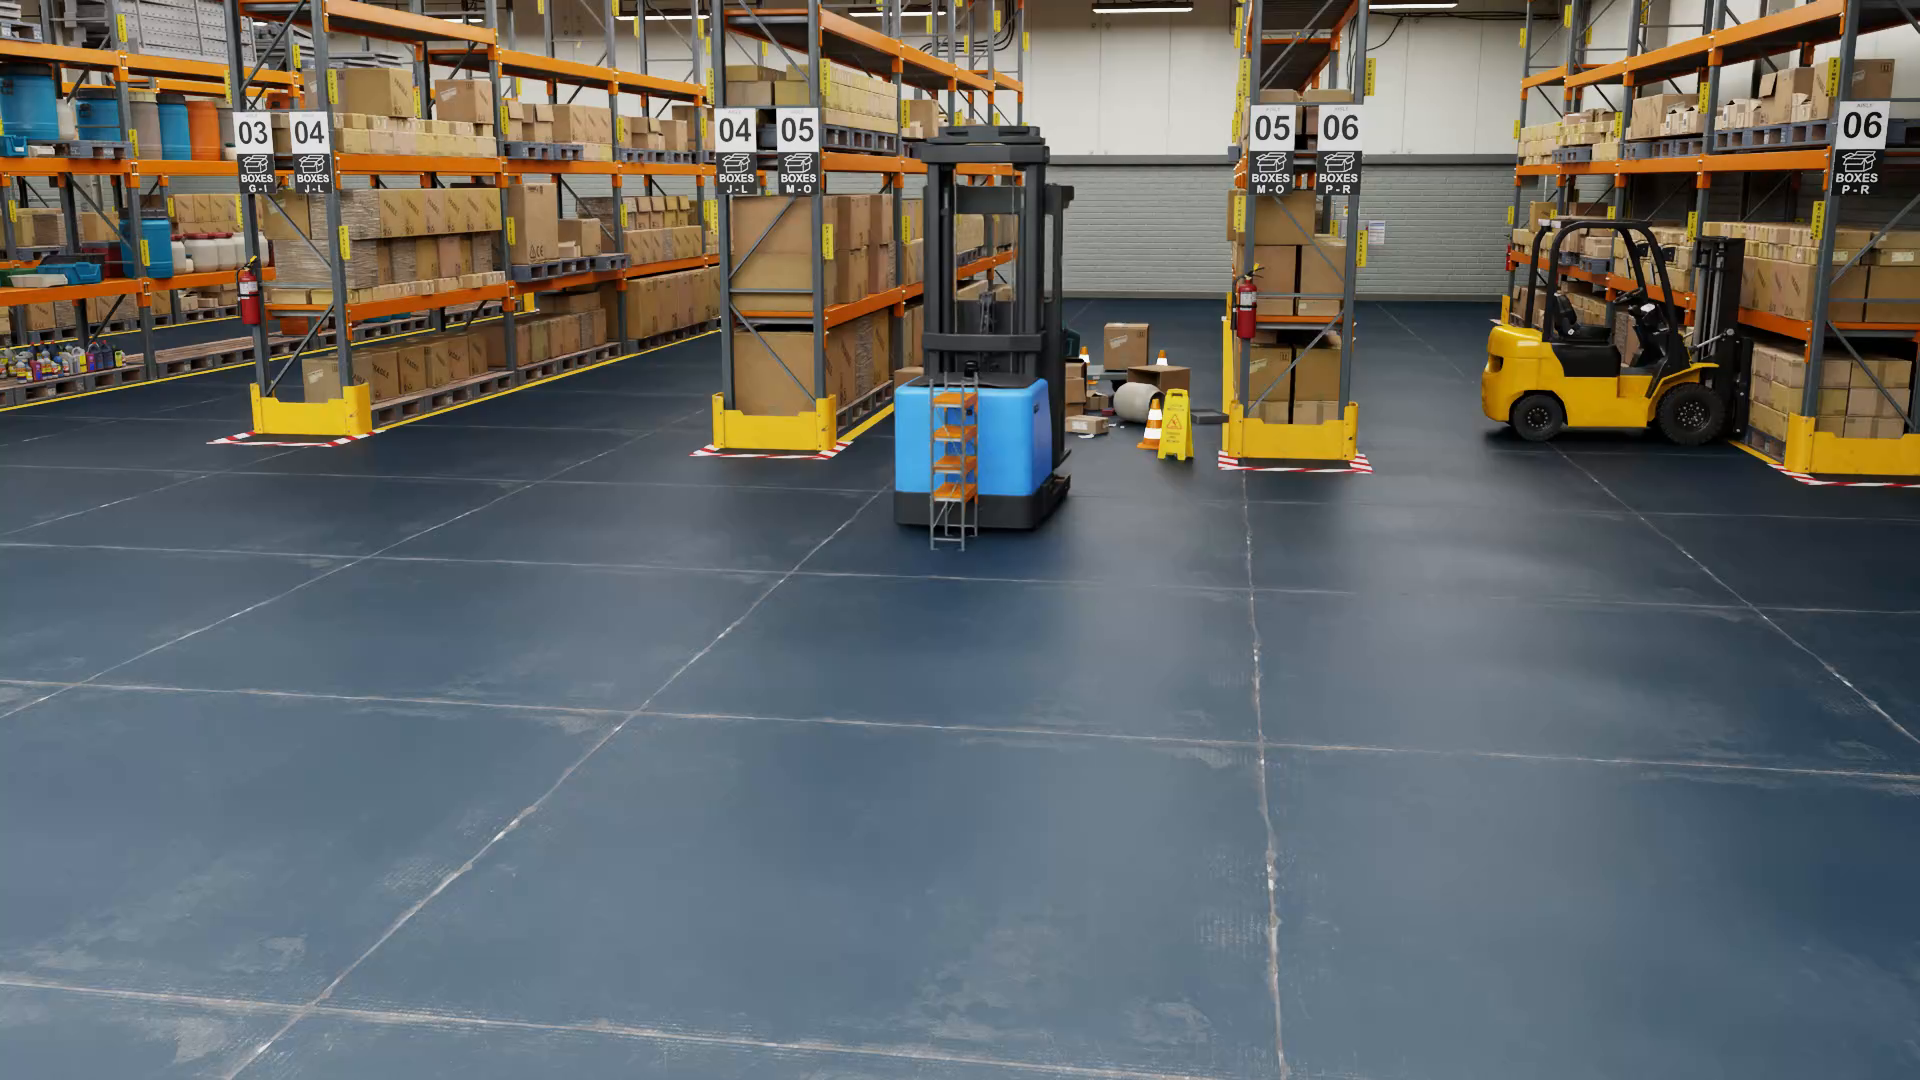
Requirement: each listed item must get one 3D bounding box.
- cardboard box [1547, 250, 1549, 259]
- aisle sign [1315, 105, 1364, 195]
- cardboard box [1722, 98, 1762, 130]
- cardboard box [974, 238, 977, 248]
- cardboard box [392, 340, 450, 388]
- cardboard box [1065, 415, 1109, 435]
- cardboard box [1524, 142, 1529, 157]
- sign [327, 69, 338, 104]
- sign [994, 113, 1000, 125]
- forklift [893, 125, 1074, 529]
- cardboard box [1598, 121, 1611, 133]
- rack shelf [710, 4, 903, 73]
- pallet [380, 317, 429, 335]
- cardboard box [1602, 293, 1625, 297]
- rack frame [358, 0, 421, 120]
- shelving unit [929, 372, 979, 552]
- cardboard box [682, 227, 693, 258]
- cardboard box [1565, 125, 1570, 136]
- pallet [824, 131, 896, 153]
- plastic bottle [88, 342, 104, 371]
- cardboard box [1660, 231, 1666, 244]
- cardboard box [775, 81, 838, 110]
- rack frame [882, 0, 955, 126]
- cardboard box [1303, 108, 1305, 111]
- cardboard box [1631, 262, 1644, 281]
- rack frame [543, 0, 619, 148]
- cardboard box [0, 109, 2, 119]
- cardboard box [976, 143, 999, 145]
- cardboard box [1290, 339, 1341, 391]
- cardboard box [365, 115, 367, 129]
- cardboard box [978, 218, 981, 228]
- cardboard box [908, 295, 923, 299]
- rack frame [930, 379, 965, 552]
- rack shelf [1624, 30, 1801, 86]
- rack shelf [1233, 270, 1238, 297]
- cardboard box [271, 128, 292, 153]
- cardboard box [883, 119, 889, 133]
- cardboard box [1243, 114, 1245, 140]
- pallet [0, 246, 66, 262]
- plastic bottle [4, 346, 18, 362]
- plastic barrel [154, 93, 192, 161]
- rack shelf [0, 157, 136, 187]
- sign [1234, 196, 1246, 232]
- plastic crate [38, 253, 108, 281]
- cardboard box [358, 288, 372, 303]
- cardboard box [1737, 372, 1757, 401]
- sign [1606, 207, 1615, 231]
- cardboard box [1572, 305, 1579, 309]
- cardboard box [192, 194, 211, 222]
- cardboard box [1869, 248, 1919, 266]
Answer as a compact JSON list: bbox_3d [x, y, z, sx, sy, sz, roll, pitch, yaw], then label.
[{"bbox_3d":[9.676,-4.588,26.761,0.380,0.149,0.250,2,12,10],"label":"cardboard box"},{"bbox_3d":[3.404,-3.492,14.905,0.394,0.787,0.004,2,12,9],"label":"aisle sign"},{"bbox_3d":[8.259,-4.428,17.278,0.500,0.311,0.500,2,12,10],"label":"cardboard box"},{"bbox_3d":[0.062,-4.717,26.358,0.380,0.149,0.250,1,12,6],"label":"cardboard box"},{"bbox_3d":[-6.269,-2.048,19.312,0.500,0.500,0.500,1,12,4],"label":"cardboard box"},{"bbox_3d":[1.313,-1.188,17.155,0.380,0.149,0.250,10,15,38],"label":"cardboard box"},{"bbox_3d":[10.077,-6.763,28.784,0.500,0.250,0.500,2,12,10],"label":"cardboard box"},{"bbox_3d":[-6.149,-4.441,16.286,0.100,0.325,0.005,2,12,9],"label":"sign"},{"bbox_3d":[0.595,-6.776,27.031,0.100,0.325,0.005,2,12,9],"label":"sign"},{"bbox_3d":[0.302,-1.774,13.268,1.130,2.935,3.031,2,12,11],"label":"forklift"},{"bbox_3d":[9.167,-5.781,23.282,0.380,0.149,0.250,2,12,7],"label":"cardboard box"},{"bbox_3d":[-1.492,-5.185,17.350,1.077,0.370,4.000,2,12,9],"label":"rack shelf"},{"bbox_3d":[-9.893,-3.701,28.666,1.003,0.211,1.213,2,12,9],"label":"pallet"},{"bbox_3d":[10.022,-3.691,25.395,0.380,0.149,0.250,2,12,9],"label":"cardboard box"},{"bbox_3d":[-9.733,-8.156,28.479,1.000,3.000,0.127,2,12,9],"label":"rack frame"},{"bbox_3d":[-0.040,-0.560,11.742,0.258,1.200,0.503,2,12,11],"label":"shelving unit"},{"bbox_3d":[-4.724,-4.903,27.386,0.500,0.500,0.500,2,12,10],"label":"cardboard box"},{"bbox_3d":[9.327,-6.168,25.029,0.380,0.149,0.250,2,12,8],"label":"cardboard box"},{"bbox_3d":[-1.320,-4.469,18.700,1.003,0.211,1.213,2,12,9],"label":"pallet"},{"bbox_3d":[-10.807,-2.295,20.766,0.144,0.351,0.185,1,12,6],"label":"plastic bottle"},{"bbox_3d":[8.628,-3.628,19.930,0.380,0.149,0.250,2,12,9],"label":"cardboard box"},{"bbox_3d":[-1.472,-4.268,15.973,0.500,0.250,0.500,2,12,9],"label":"cardboard box"},{"bbox_3d":[-0.569,-6.981,23.027,1.000,3.000,0.127,2,12,9],"label":"rack frame"},{"bbox_3d":[3.542,-4.252,16.187,0.380,0.149,0.250,2,12,8],"label":"cardboard box"},{"bbox_3d":[8.779,-3.379,20.910,0.500,0.250,0.500,1,12,7],"label":"cardboard box"},{"bbox_3d":[-5.454,-7.163,23.871,1.000,3.000,0.127,2,12,9],"label":"rack frame"},{"bbox_3d":[-15.169,-6.647,25.984,0.500,0.500,0.500,2,12,9],"label":"cardboard box"},{"bbox_3d":[0.357,-6.611,27.599,0.500,0.250,0.500,2,12,11],"label":"cardboard box"},{"bbox_3d":[3.584,-1.745,16.718,0.500,0.500,0.500,1,12,7],"label":"cardboard box"},{"bbox_3d":[-6.361,-4.310,17.163,0.380,0.149,0.250,2,12,8],"label":"cardboard box"},{"bbox_3d":[0.137,-5.109,26.766,0.380,0.149,0.250,2,12,7],"label":"cardboard box"},{"bbox_3d":[-0.752,-3.030,23.277,1.050,0.750,0.750,2,12,8],"label":"cardboard box"},{"bbox_3d":[-0.088,-0.509,11.508,0.240,1.200,0.015,2,12,11],"label":"rack frame"},{"bbox_3d":[8.935,-5.718,19.824,1.077,0.370,4.000,2,12,9],"label":"rack shelf"},{"bbox_3d":[4.030,-3.141,21.157,1.077,0.370,4.000,2,12,9],"label":"rack shelf"},{"bbox_3d":[-6.862,-4.067,16.979,0.500,0.250,0.500,2,12,10],"label":"cardboard box"},{"bbox_3d":[-1.001,-4.621,18.558,0.380,0.149,0.250,2,12,10],"label":"cardboard box"},{"bbox_3d":[3.149,-4.216,16.964,0.500,0.250,0.500,2,12,9],"label":"cardboard box"},{"bbox_3d":[-15.207,-4.602,26.681,1.213,0.211,1.003,2,12,9],"label":"pallet"},{"bbox_3d":[-11.592,-2.196,20.306,0.144,0.351,0.185,2,12,8],"label":"plastic bottle"},{"bbox_3d":[-10.899,-5.655,22.802,0.600,0.901,0.708,2,12,9],"label":"plastic barrel"},{"bbox_3d":[-11.271,-4.256,19.212,1.077,0.370,4.000,2,12,9],"label":"rack shelf"},{"bbox_3d":[2.562,-2.987,15.233,0.100,0.325,0.005,2,12,9],"label":"sign"},{"bbox_3d":[-11.170,-3.423,20.904,0.767,0.338,0.504,2,12,9],"label":"plastic crate"},{"bbox_3d":[-6.348,-2.545,17.280,0.380,0.149,0.250,2,12,9],"label":"cardboard box"},{"bbox_3d":[7.925,-1.513,16.237,0.500,0.250,0.500,2,12,7],"label":"cardboard box"},{"bbox_3d":[8.705,-4.292,22.229,0.100,0.325,0.005,2,12,9],"label":"sign"},{"bbox_3d":[9.408,-3.257,24.922,0.500,0.500,0.500,2,12,7],"label":"cardboard box"},{"bbox_3d":[-14.198,-6.119,30.655,0.500,0.500,0.500,1,12,7],"label":"cardboard box"},{"bbox_3d":[8.321,-2.512,14.752,0.380,0.149,0.250,2,12,7],"label":"cardboard box"}]
